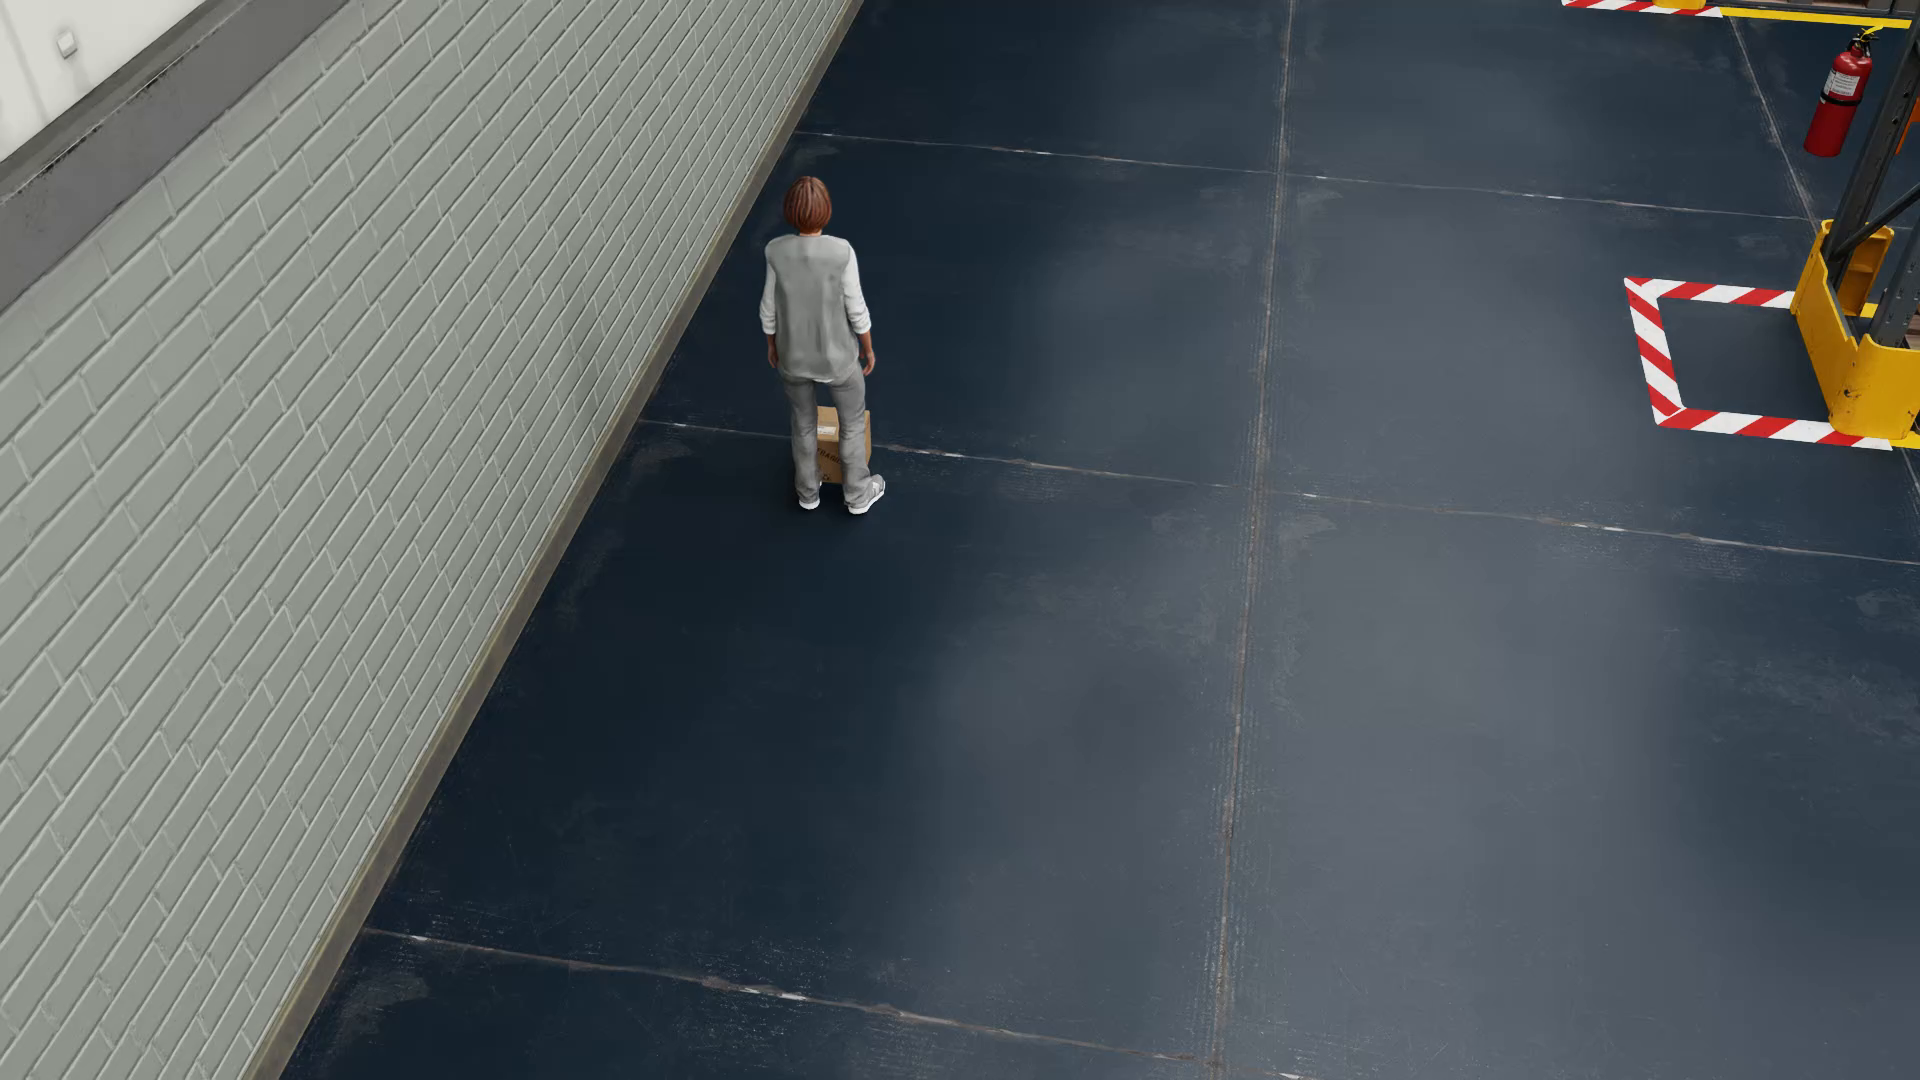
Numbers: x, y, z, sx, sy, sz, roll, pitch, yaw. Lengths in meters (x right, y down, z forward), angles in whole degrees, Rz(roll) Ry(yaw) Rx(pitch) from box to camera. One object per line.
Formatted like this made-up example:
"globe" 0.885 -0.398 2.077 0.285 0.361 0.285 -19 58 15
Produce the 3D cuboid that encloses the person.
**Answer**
"person" -0.595 -0.785 7.066 0.477 1.593 0.346 5 41 6
